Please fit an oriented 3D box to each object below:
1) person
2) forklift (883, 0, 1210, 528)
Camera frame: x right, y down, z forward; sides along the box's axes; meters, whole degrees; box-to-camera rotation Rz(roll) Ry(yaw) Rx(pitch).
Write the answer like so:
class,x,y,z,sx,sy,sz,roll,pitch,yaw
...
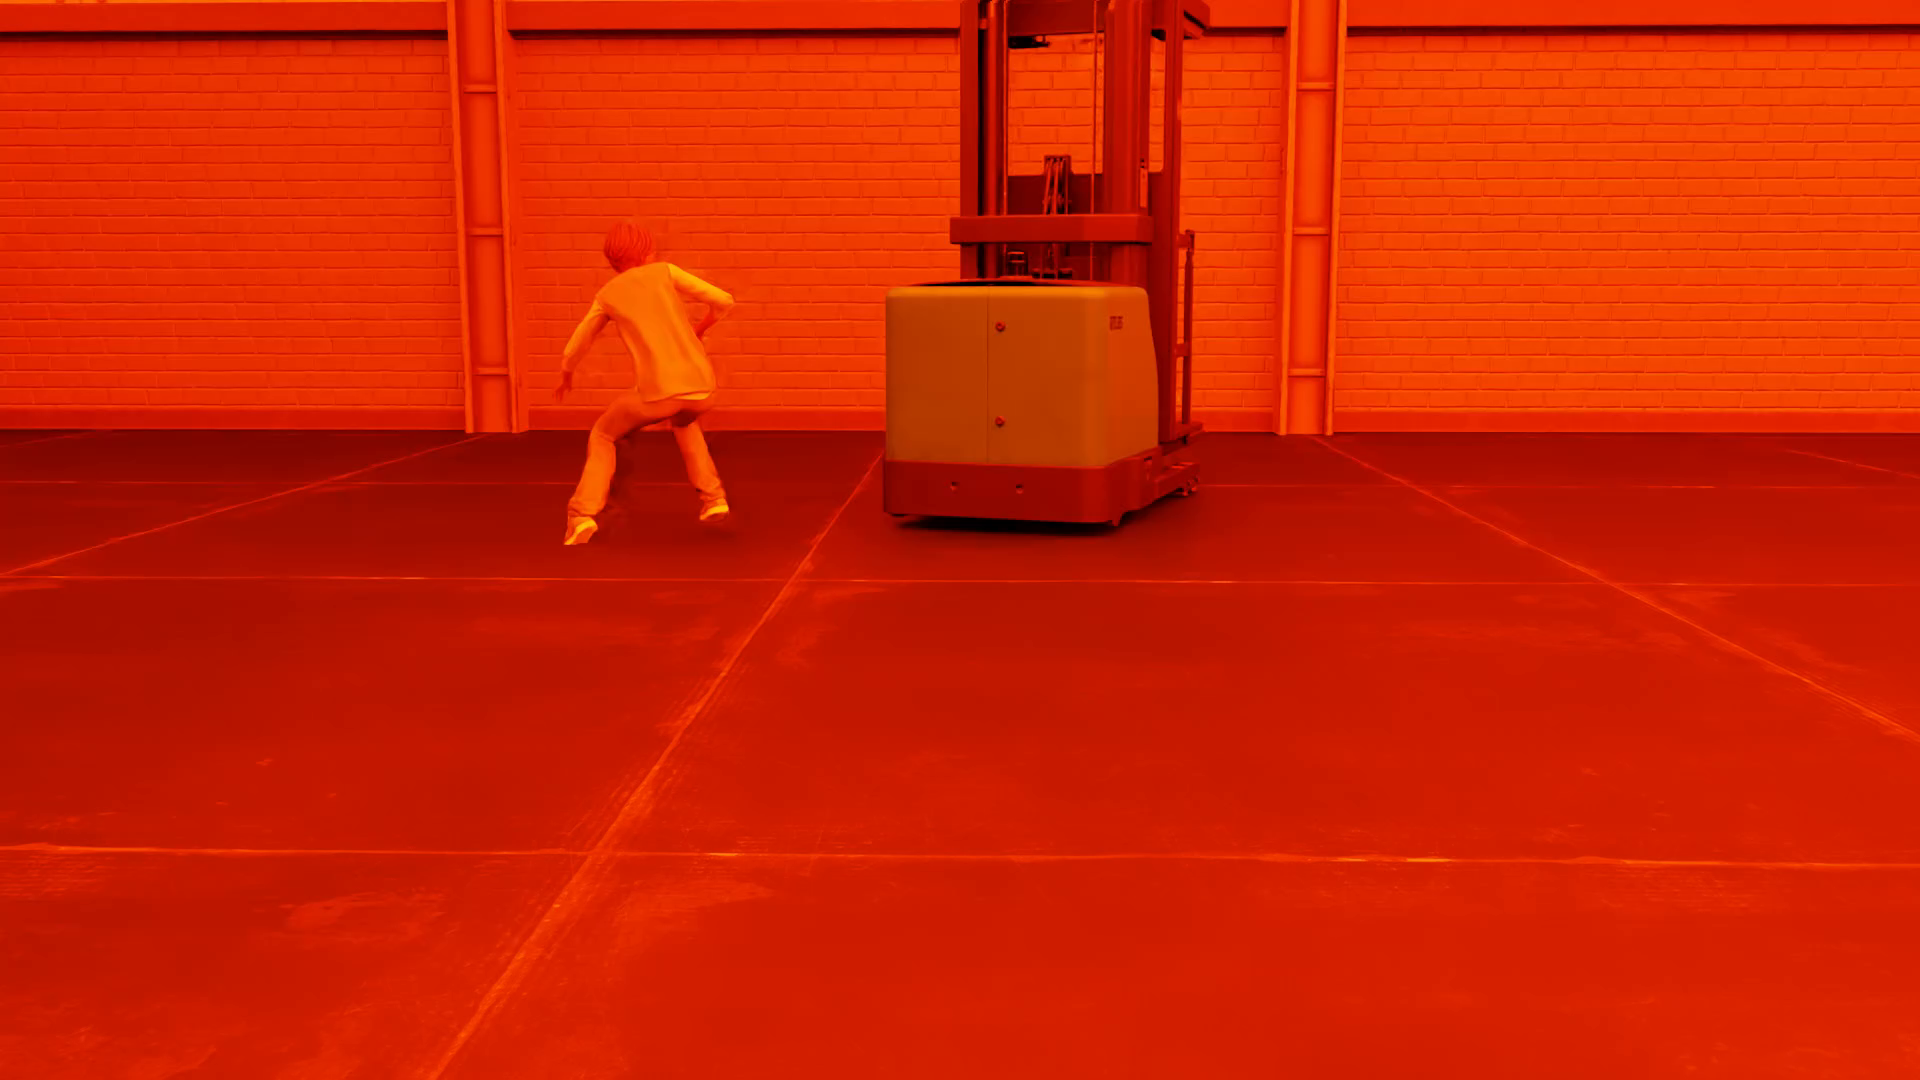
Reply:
class,x,y,z,sx,sy,sz,roll,pitch,yaw
person,-1.360,-0.663,7.122,0.736,1.370,0.765,-4,10,-24
forklift,0.630,-1.687,8.465,1.130,2.935,3.031,3,9,20
